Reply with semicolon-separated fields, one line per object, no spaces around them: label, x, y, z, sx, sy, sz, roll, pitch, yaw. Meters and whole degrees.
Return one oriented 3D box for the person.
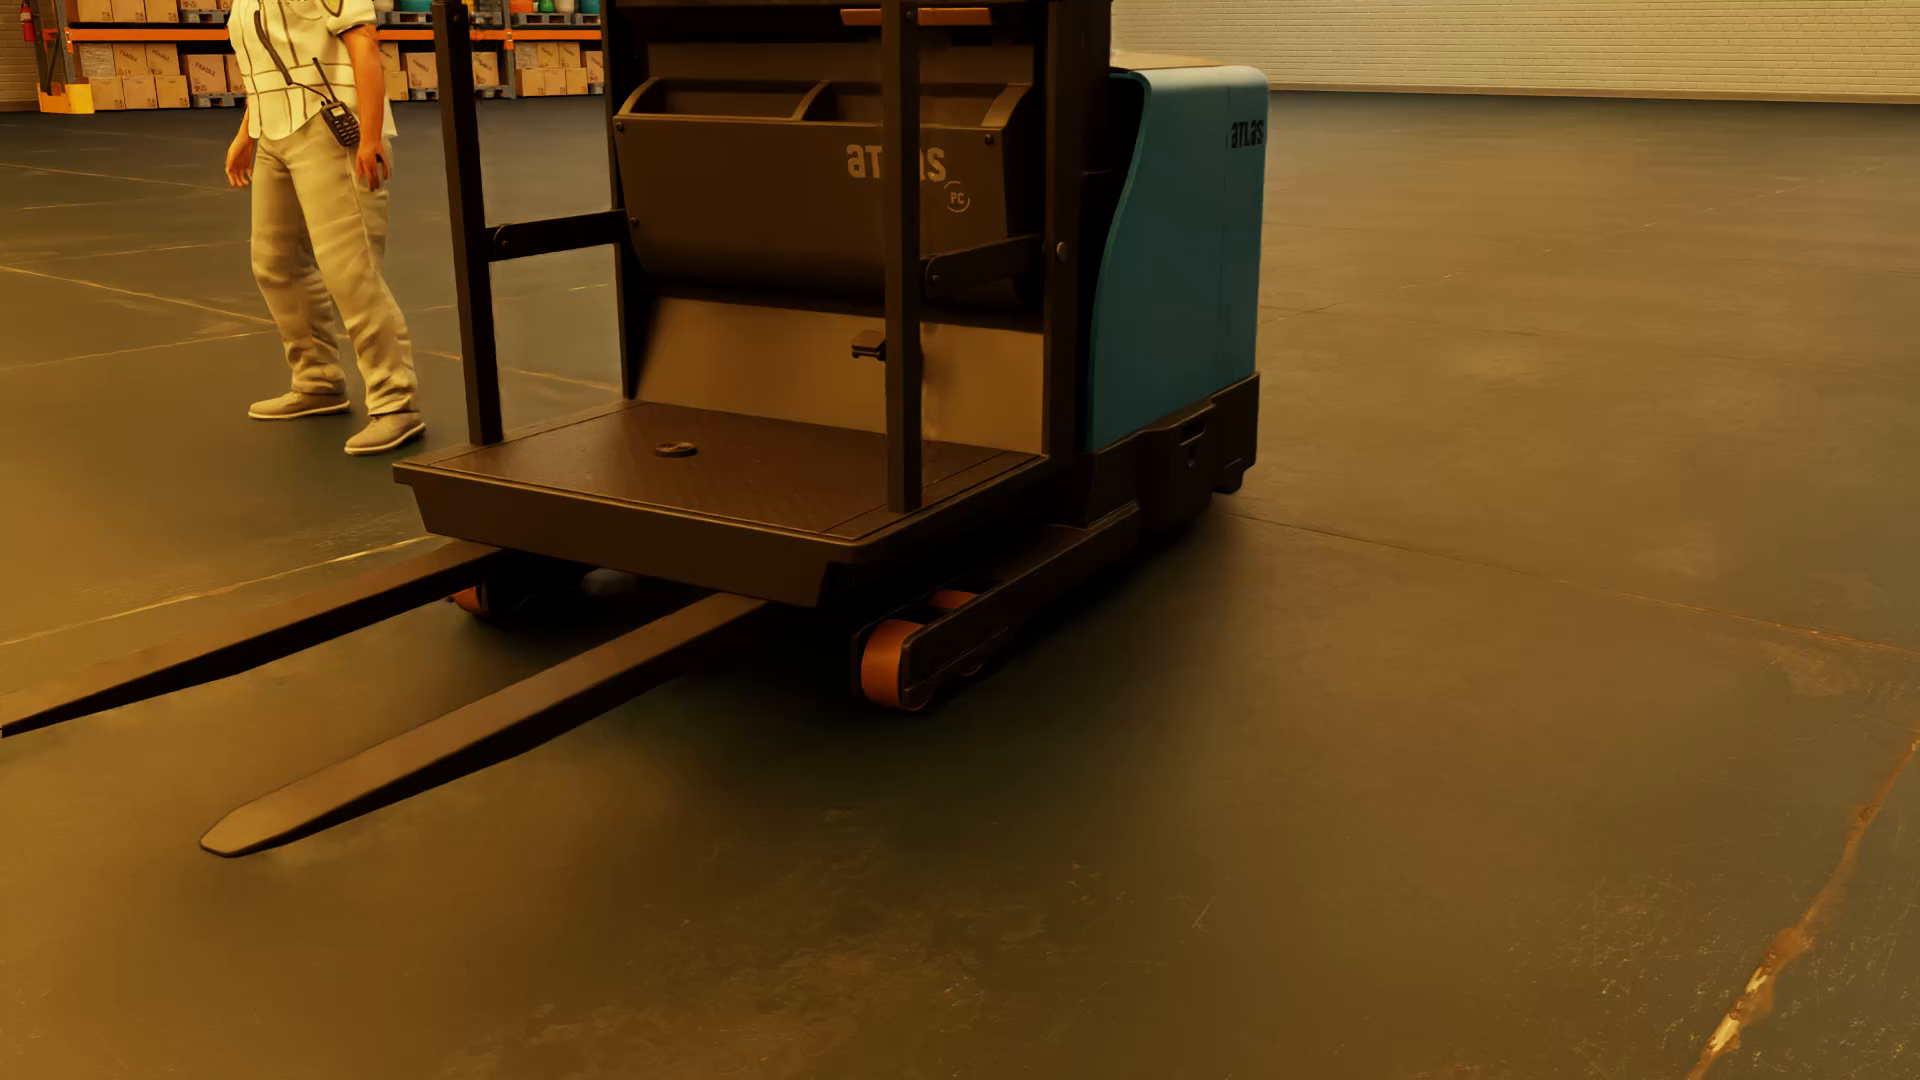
person;-1.887;-1.123;4.827;0.778;1.651;0.468;16;23;42

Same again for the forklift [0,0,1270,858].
forklift;-0.393;-1.248;3.008;1.130;2.935;3.031;9;19;28
